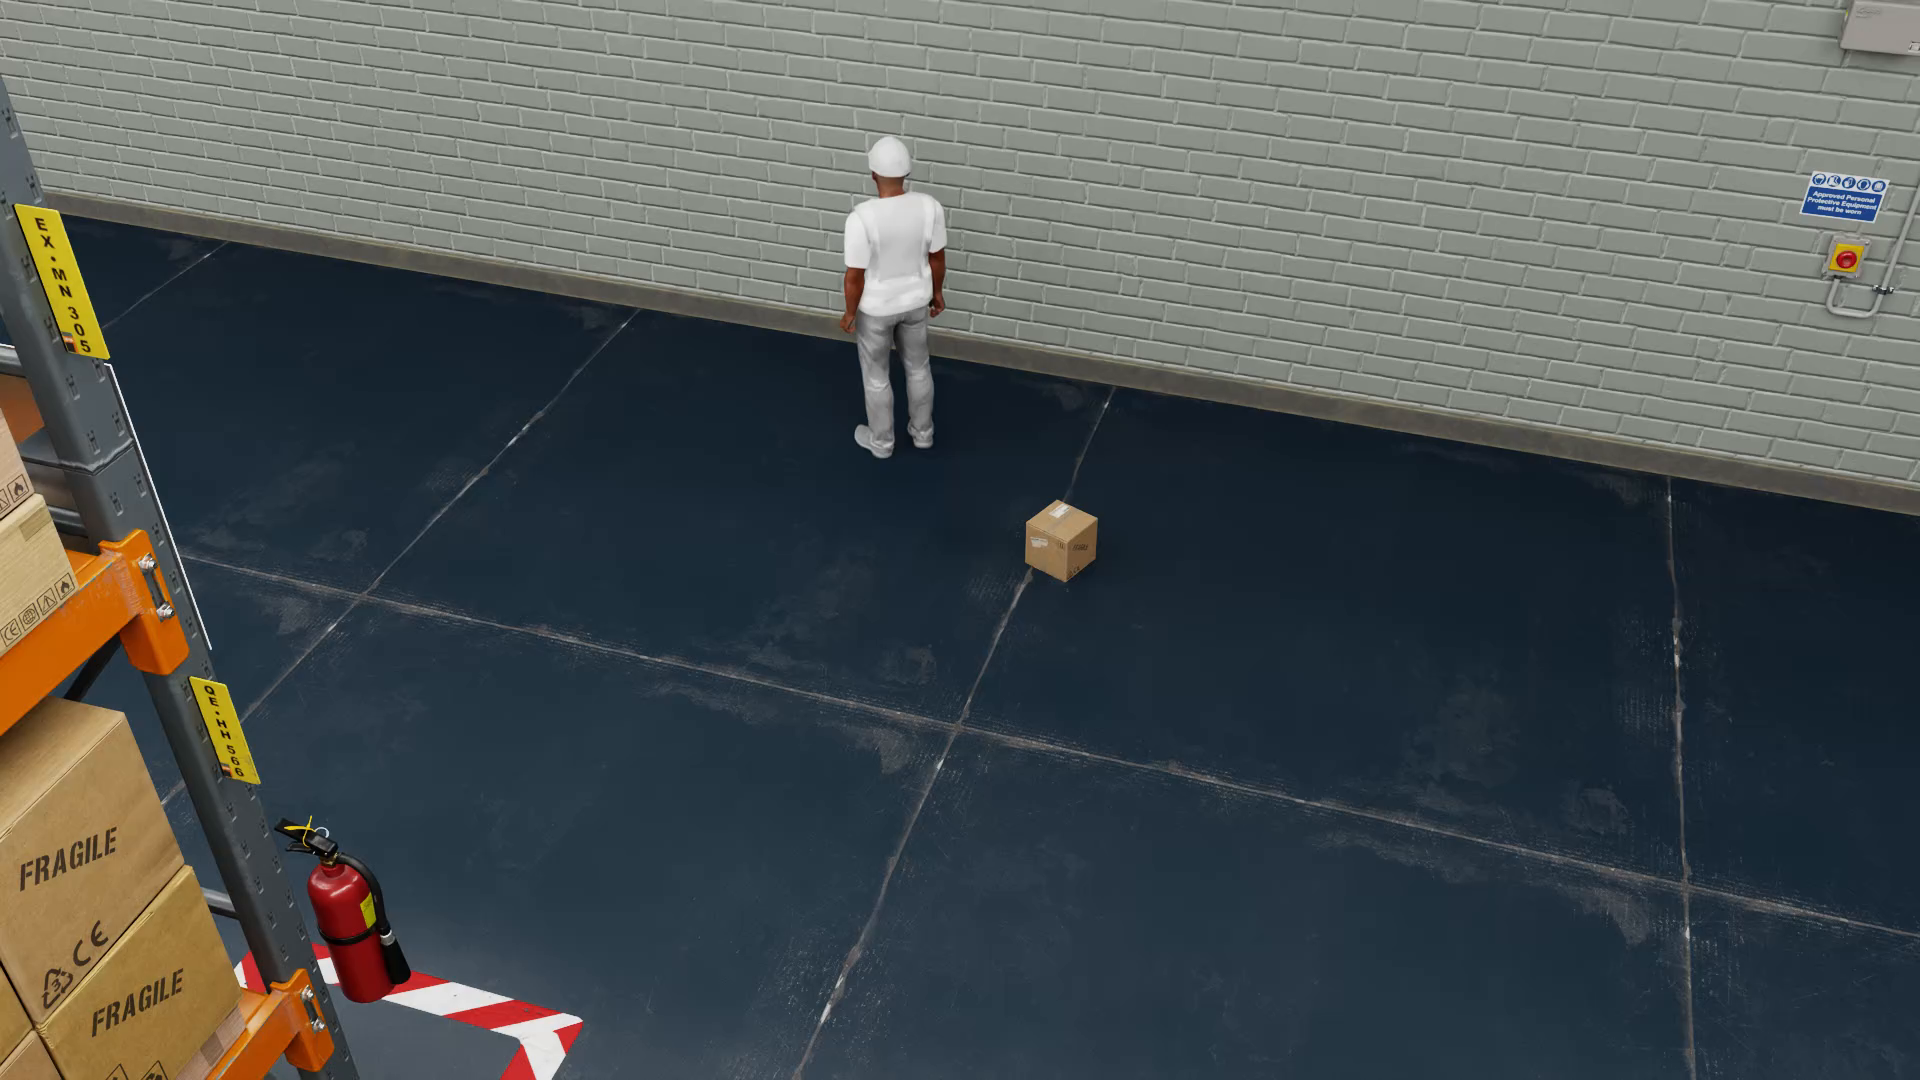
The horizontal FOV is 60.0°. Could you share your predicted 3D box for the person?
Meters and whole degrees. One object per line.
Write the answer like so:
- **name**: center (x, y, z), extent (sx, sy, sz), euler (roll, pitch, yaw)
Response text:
- **person**: center (-0.351, -1.225, 8.514), extent (0.568, 1.779, 0.377), euler (-16, 40, -20)
